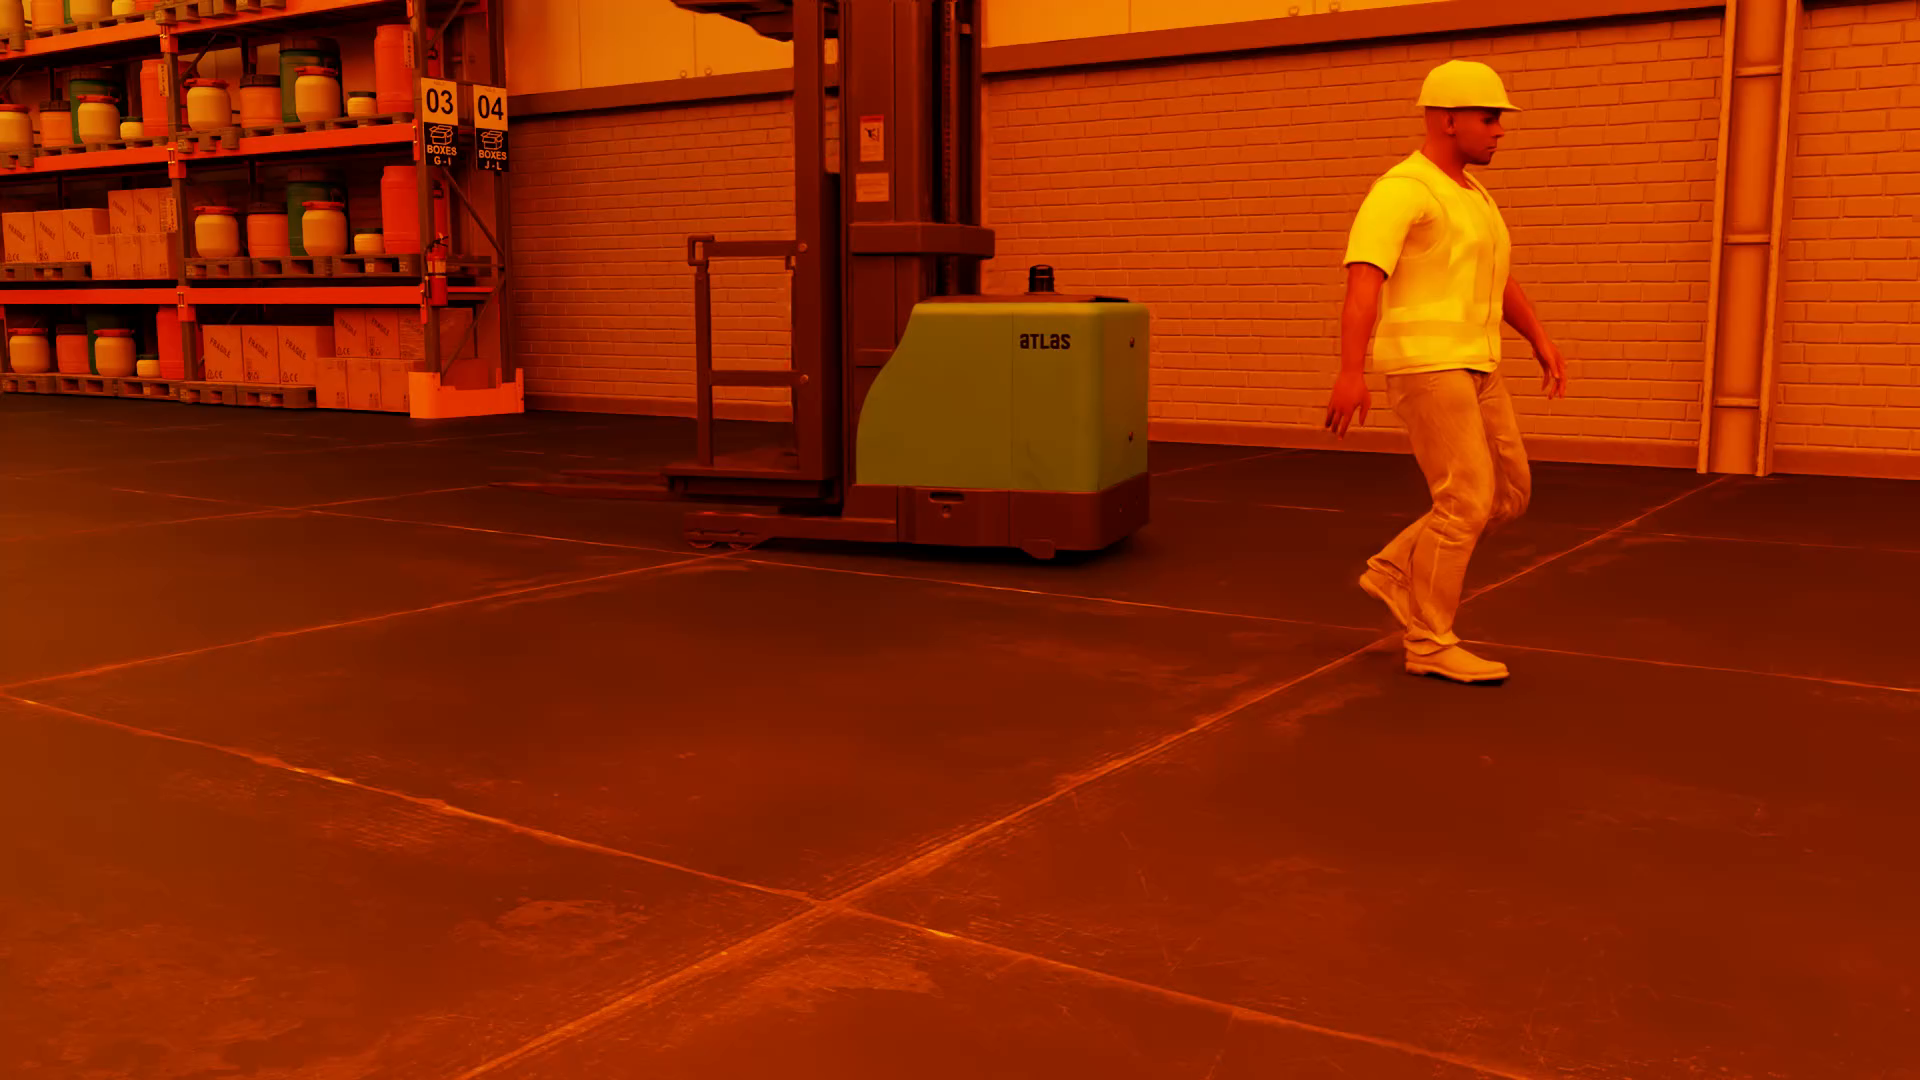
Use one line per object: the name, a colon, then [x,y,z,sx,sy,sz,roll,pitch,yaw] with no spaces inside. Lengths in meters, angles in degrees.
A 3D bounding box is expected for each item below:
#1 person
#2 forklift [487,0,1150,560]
person: [1.390,-0.486,4.824,0.539,1.747,0.800,6,10,35]
forklift: [-0.704,-1.470,7.528,3.031,2.935,1.130,3,9,19]
